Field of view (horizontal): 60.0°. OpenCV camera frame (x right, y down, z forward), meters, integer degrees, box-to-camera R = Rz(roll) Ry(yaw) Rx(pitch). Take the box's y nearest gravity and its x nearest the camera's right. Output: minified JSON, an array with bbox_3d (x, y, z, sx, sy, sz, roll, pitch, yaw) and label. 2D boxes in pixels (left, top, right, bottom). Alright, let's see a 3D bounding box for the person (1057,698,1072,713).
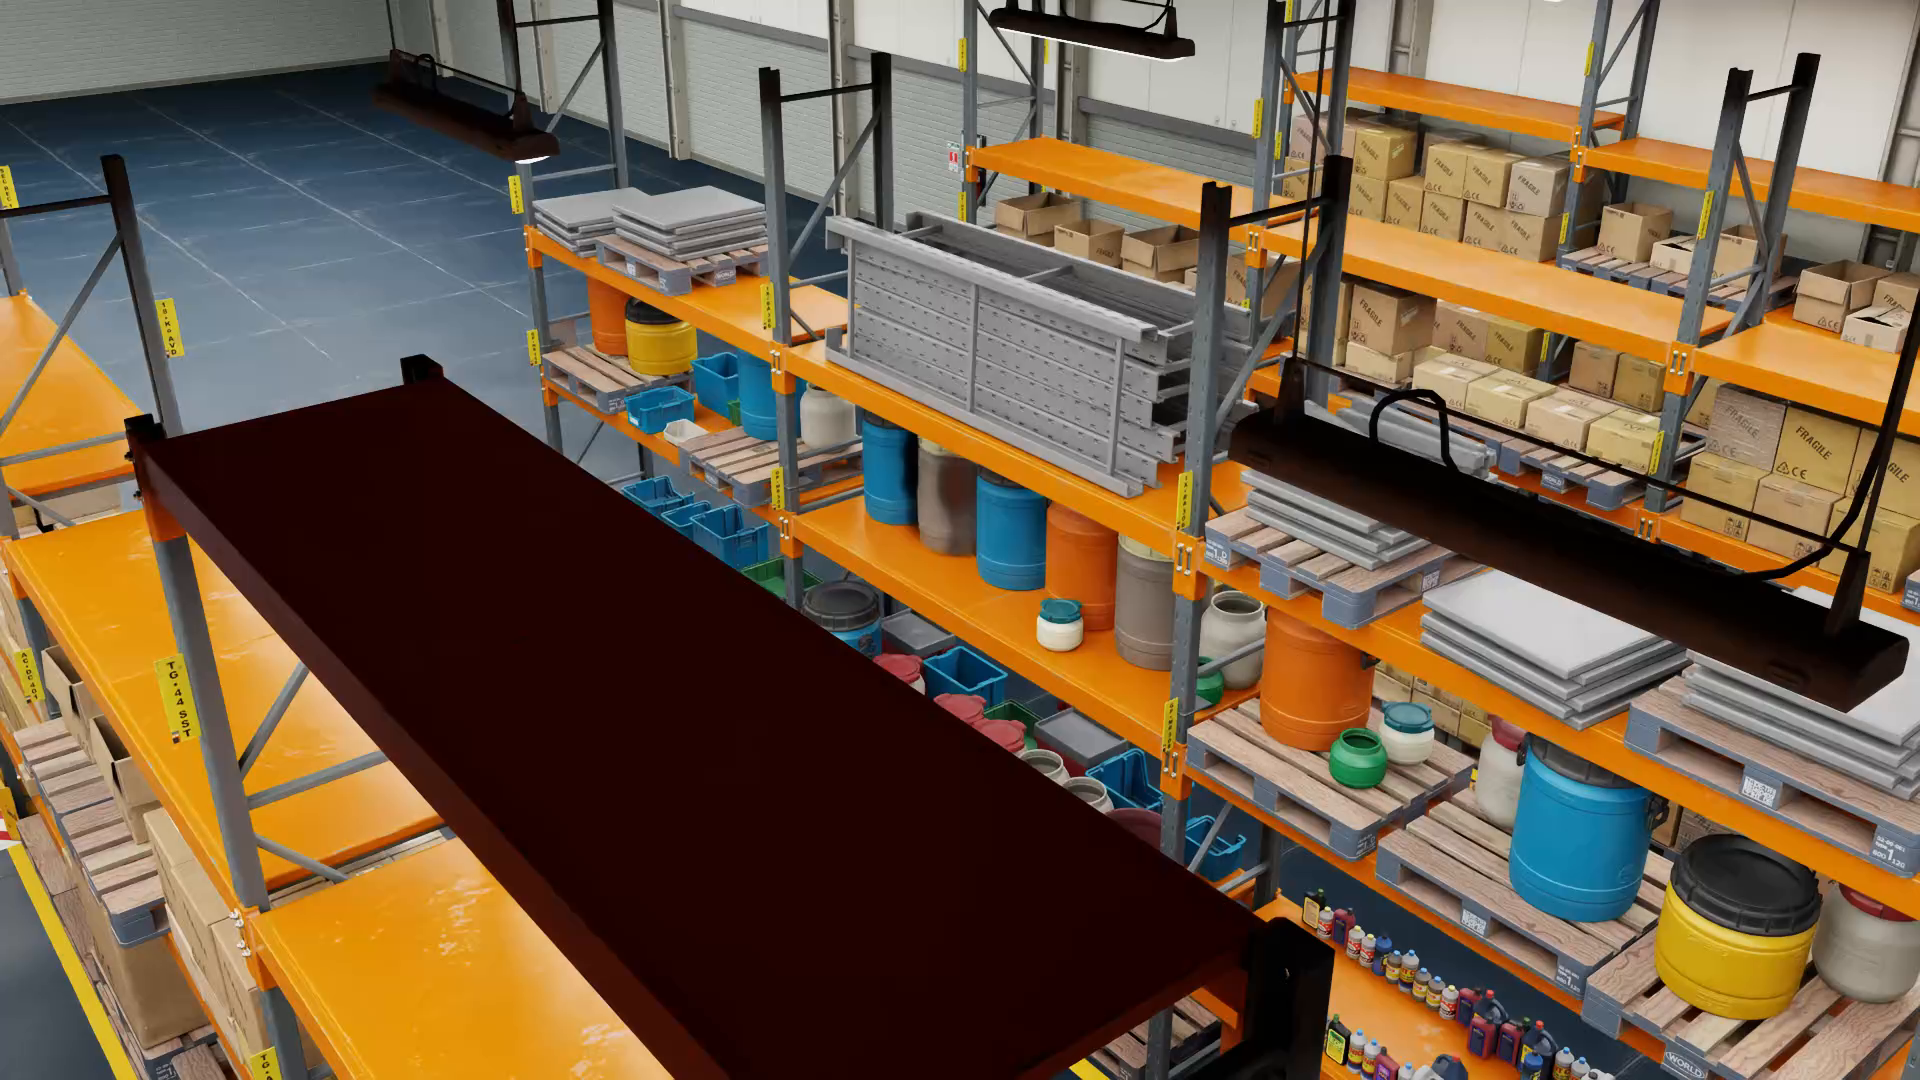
[{"bbox_3d":[0.931,1.481,13.239,0.413,1.762,0.688,6,26,12],"label":"person"}]
